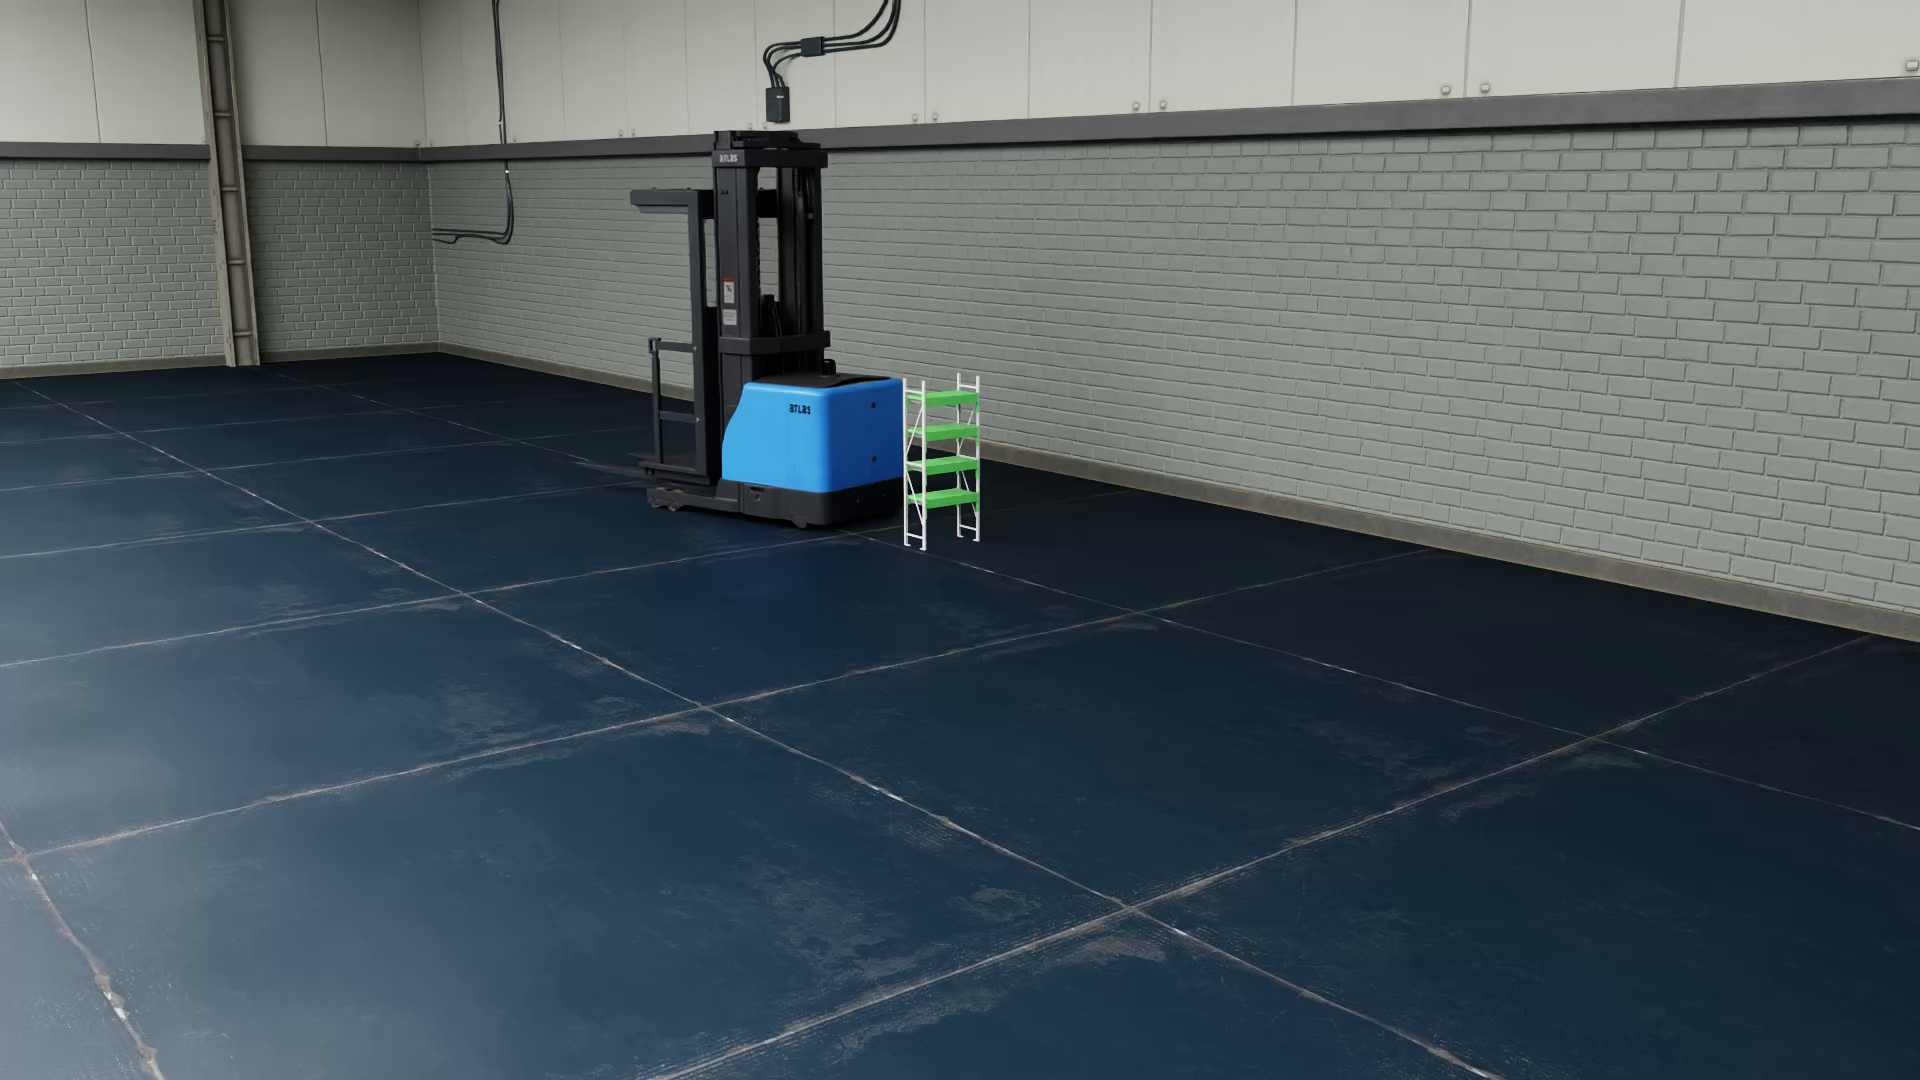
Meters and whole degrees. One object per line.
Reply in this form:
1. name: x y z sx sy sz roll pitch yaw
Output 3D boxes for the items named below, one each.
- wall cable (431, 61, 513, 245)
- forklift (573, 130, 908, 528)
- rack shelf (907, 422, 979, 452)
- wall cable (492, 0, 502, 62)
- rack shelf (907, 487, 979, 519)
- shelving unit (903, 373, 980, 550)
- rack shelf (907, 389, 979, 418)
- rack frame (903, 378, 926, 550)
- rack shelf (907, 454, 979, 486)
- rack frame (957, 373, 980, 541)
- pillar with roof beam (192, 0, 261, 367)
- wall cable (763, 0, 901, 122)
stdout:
1. wall cable: -7.242 -5.583 24.231 0.112 2.526 3.097 -9 15 -38
2. forklift: -1.890 -1.743 13.280 3.031 2.935 1.130 9 15 36
3. rack shelf: -0.129 -0.738 11.866 0.480 0.148 0.258 -9 15 -38
4. wall cable: -5.552 -7.614 21.640 0.112 2.526 3.097 -9 15 -38
5. rack shelf: -0.129 -0.268 11.966 0.480 0.148 0.258 -9 15 -38
6. shelving unit: -0.129 -0.565 11.903 0.503 1.200 0.258 -9 15 -38
7. rack shelf: -0.129 -0.972 11.817 0.480 0.148 0.258 -9 15 -38
8. rack frame: -0.320 -0.534 11.754 0.015 1.200 0.240 -9 15 -38
9. rack shelf: -0.129 -0.503 11.916 0.480 0.148 0.258 -9 15 -38
10. rack frame: 0.061 -0.597 12.052 0.015 1.200 0.240 -9 15 -38
11. pillar with roof beam: -7.679 -6.236 19.830 0.400 9.000 9.100 -9 15 -38
12. wall cable: -1.324 -7.223 16.294 0.169 6.003 2.305 -9 15 -38
